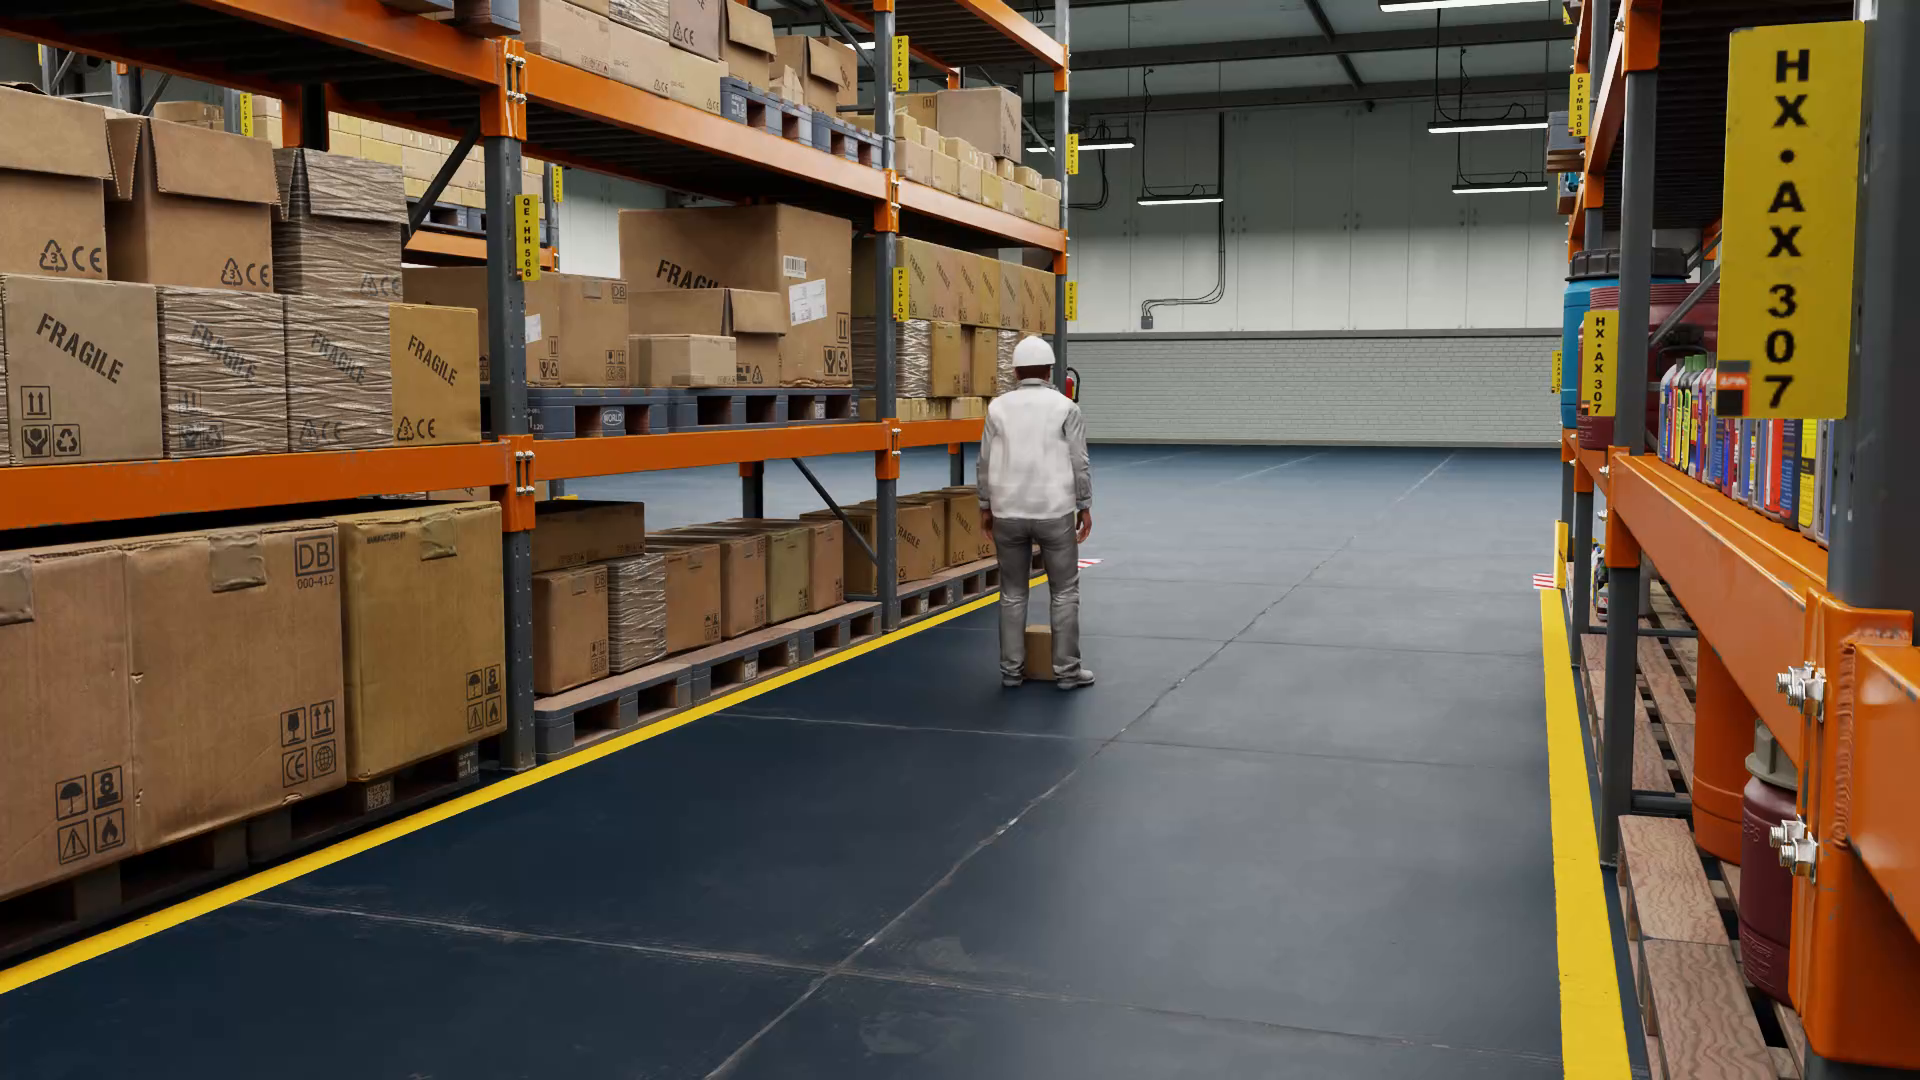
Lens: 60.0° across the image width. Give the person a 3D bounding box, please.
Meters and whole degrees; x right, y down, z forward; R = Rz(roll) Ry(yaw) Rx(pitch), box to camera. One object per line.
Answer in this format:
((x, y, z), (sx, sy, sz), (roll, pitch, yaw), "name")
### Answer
((0.380, -0.143, 8.423), (0.593, 1.771, 0.464), (1, 5, 15), "person")
